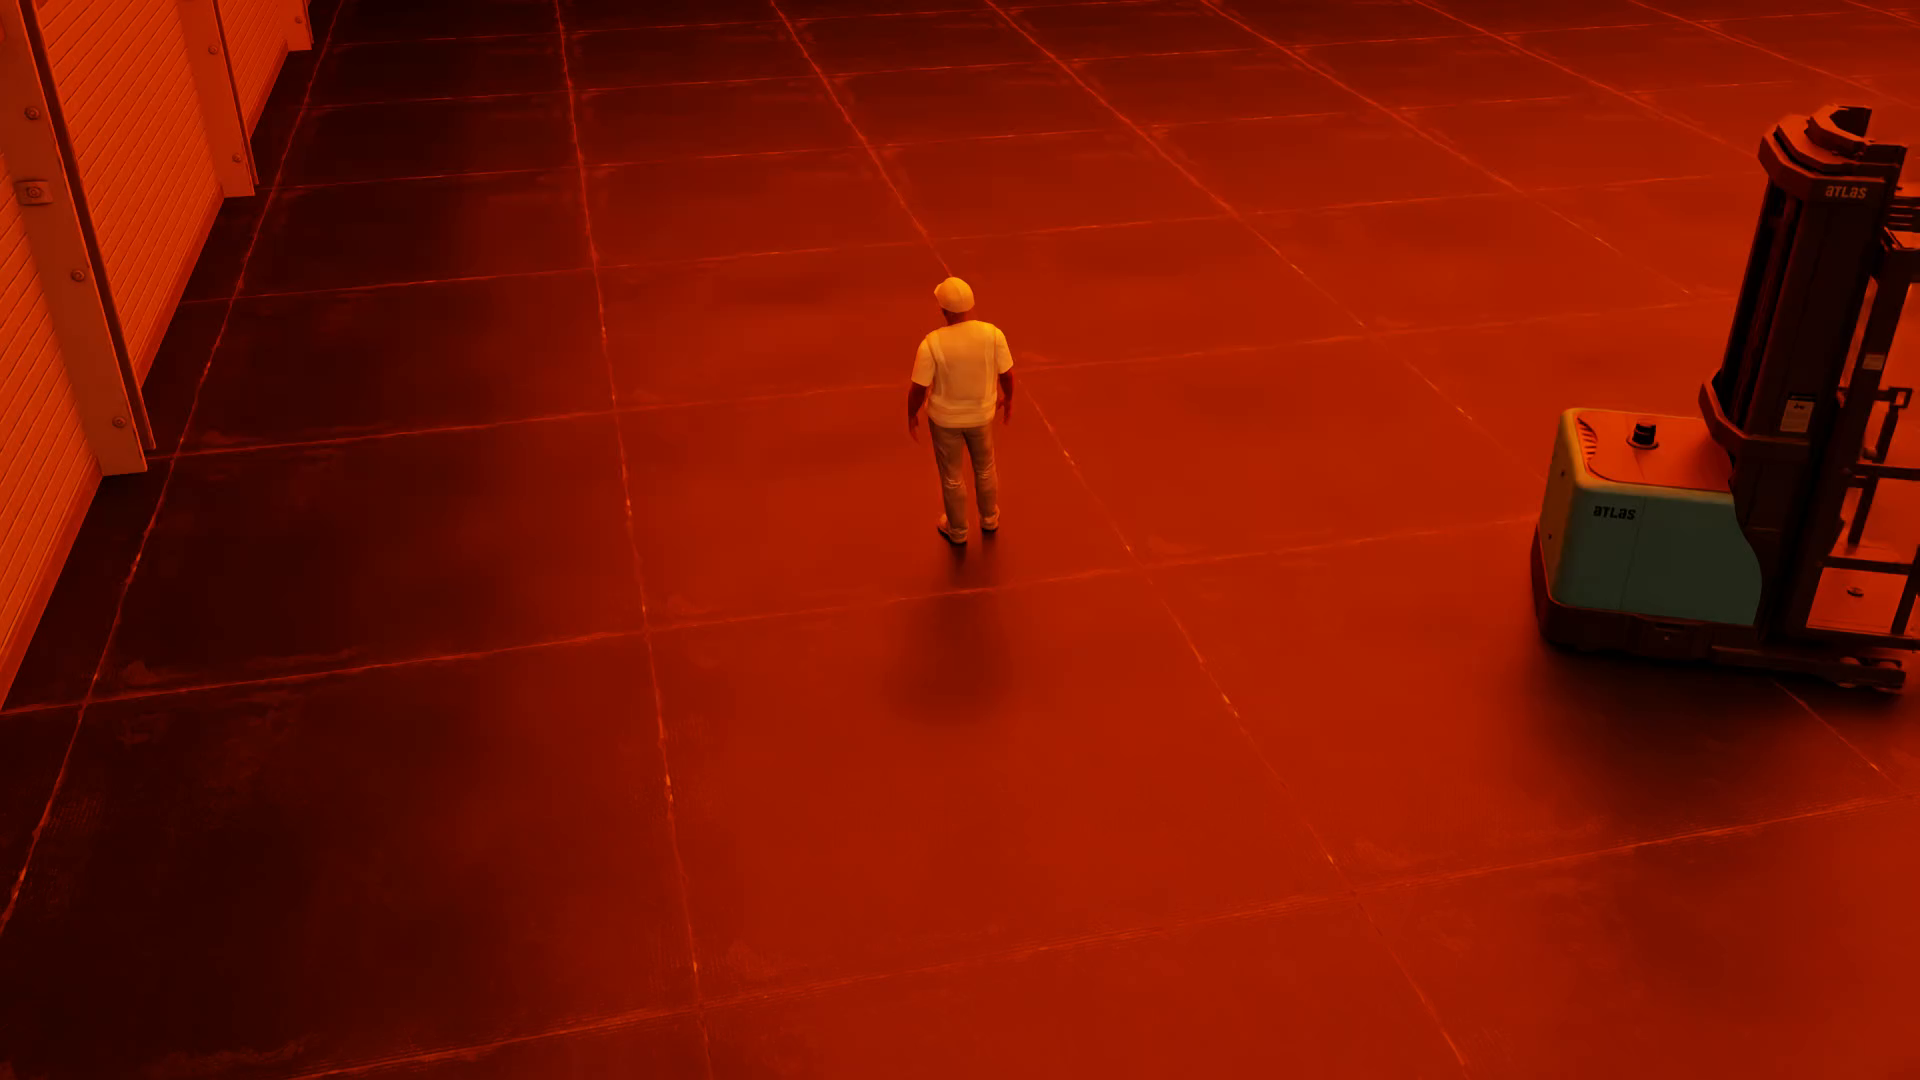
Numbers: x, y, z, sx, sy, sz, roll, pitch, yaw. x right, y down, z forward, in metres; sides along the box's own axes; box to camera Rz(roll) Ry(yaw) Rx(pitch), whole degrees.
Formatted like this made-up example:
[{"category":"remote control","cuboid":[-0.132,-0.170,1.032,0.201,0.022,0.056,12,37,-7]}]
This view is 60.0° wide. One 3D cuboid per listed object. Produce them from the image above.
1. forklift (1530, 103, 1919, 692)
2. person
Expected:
[{"category":"forklift","cuboid":[4.875,-0.731,8.837,3.031,2.935,1.130,6,31,11]},{"category":"person","cuboid":[-0.010,-0.805,10.113,0.665,1.765,0.577,-7,31,-12]}]
